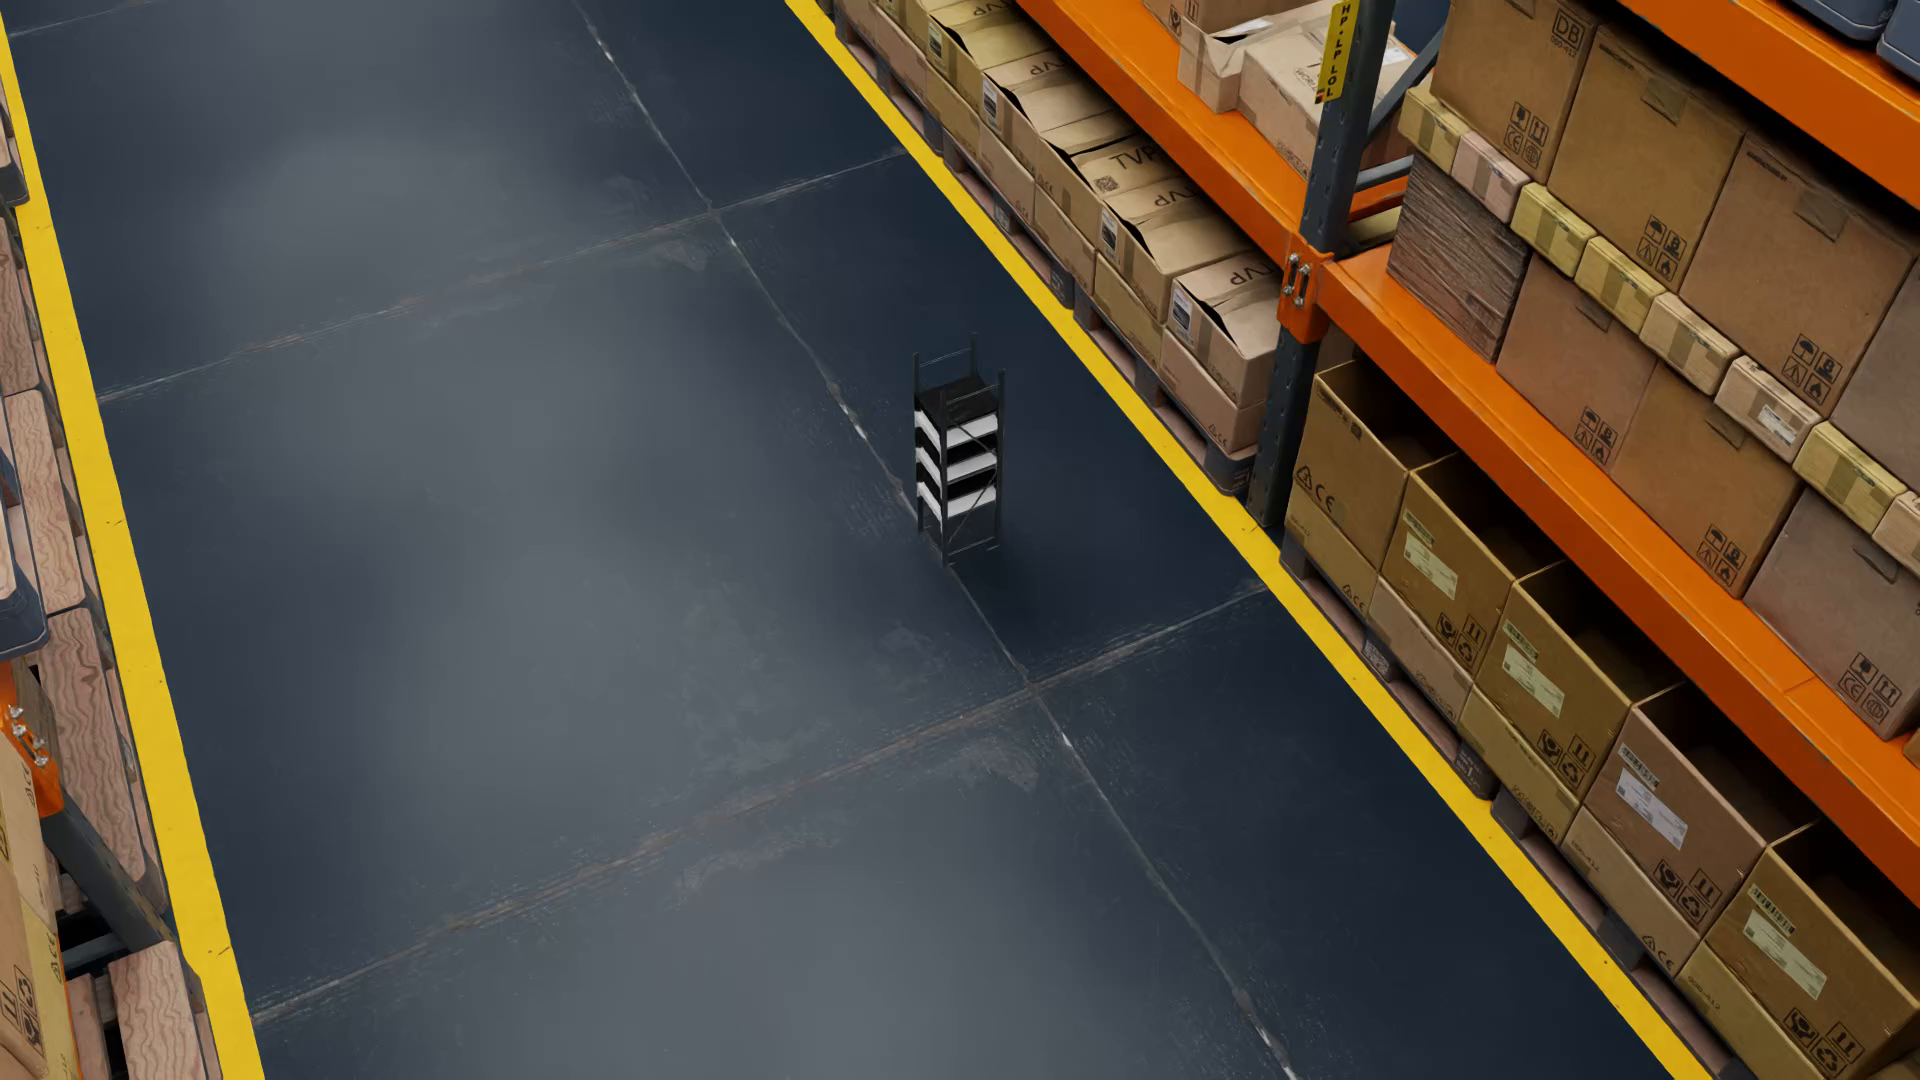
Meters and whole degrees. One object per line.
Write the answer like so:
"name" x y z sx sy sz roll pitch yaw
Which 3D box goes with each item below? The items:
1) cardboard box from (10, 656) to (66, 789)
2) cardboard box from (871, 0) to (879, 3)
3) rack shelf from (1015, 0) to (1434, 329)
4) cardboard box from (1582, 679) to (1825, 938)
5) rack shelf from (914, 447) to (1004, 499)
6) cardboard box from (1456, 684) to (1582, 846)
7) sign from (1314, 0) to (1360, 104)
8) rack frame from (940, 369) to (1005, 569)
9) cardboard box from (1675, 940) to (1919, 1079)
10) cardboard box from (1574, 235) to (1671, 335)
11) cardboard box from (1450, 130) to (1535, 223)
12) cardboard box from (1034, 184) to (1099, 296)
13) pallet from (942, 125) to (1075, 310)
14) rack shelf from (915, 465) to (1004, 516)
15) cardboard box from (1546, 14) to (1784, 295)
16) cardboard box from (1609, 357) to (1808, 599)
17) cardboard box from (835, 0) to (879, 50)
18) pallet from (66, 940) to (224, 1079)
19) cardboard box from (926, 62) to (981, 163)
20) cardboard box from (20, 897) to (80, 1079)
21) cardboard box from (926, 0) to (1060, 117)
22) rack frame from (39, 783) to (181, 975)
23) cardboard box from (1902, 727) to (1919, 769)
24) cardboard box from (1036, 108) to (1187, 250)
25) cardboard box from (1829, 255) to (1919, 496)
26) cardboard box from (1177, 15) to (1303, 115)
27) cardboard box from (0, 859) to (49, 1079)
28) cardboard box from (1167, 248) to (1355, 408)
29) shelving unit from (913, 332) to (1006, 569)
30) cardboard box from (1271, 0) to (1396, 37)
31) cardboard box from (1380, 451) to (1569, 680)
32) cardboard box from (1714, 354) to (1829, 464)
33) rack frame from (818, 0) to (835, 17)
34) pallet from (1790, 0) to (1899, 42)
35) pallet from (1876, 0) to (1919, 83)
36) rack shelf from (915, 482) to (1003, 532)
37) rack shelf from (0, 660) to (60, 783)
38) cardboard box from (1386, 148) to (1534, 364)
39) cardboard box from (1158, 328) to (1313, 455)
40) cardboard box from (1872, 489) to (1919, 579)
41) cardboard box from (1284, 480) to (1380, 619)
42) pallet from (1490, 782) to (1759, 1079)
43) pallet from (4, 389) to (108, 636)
"cardboard box" -3.194 0.661 5.047 0.700 0.500 0.500 -20 52 -16
"cardboard box" -0.291 -2.882 7.953 0.500 0.311 0.500 -20 52 -16
"rack shelf" 0.646 -2.340 6.782 1.077 0.370 4.000 -21 52 -18
"cardboard box" 2.183 0.703 4.692 0.500 0.500 0.500 -21 52 -18
"rack shelf" -0.004 -0.280 5.941 0.258 0.077 0.200 -21 52 -18
"cardboard box" 1.952 0.616 5.266 0.500 0.250 0.500 -21 52 -18
"sign" 1.083 -1.400 4.765 0.100 0.325 0.005 -21 52 -18
"rack frame" 0.043 -0.234 5.857 0.240 0.900 0.006 -21 52 -18
"cardboard box" 2.413 1.284 4.682 0.500 0.250 0.500 -21 52 -18
"cardboard box" 1.867 -0.723 4.393 0.380 0.149 0.250 -22 52 -18
"cardboard box" 1.627 -1.071 4.696 0.380 0.149 0.250 -20 52 -17
"cardboard box" 0.649 -1.331 6.969 0.500 0.250 0.500 -20 52 -17
"pallet" 0.627 -1.618 7.525 1.003 0.211 1.213 -21 52 -18
"rack shelf" -0.004 -0.221 6.009 0.258 0.077 0.200 -21 52 -18
"cardboard box" 2.002 -1.066 4.261 0.700 0.500 0.500 -21 52 -18
"cardboard box" 2.243 -0.289 4.443 0.700 0.500 0.500 -20 52 -17
"cardboard box" -0.291 -2.697 8.164 0.500 0.250 0.500 -21 52 -18
"pallet" -2.503 1.825 4.513 1.003 0.211 1.213 -21 52 -18
"cardboard box" 0.183 -2.015 7.567 0.500 0.250 0.500 -22 53 -18
"cardboard box" -2.135 1.062 3.415 0.500 0.250 0.500 -21 52 -17
"cardboard box" 0.188 -2.191 7.349 0.500 0.311 0.500 -22 53 -18
"rack frame" -2.842 0.470 3.846 1.000 3.000 0.127 -21 52 -18
"cardboard box" 2.722 0.405 3.837 0.700 0.500 0.500 -21 52 -17
"cardboard box" 0.651 -1.509 6.753 0.500 0.311 0.500 -21 52 -18
"cardboard box" 2.458 -0.396 3.675 0.700 0.500 0.500 -21 52 -17
"cardboard box" 0.995 -1.720 5.850 0.396 0.266 0.258 -22 52 -18
"cardboard box" -2.117 0.808 3.139 0.500 0.500 0.500 -21 52 -18
"cardboard box" 1.121 -0.829 6.157 0.500 0.311 0.500 -21 52 -18
"shelving unit" -0.004 -0.302 5.916 0.258 0.900 0.210 -21 52 -18
"cardboard box" 1.337 -1.819 6.015 0.380 0.149 0.250 -21 52 -18
"cardboard box" 1.730 0.032 5.279 0.500 0.500 0.500 -21 52 -18
"cardboard box" 2.105 -0.377 4.090 0.380 0.149 0.250 -23 53 -19
"rack frame" -0.270 -3.916 7.682 1.000 3.000 0.127 -21 52 -18
"pallet" 1.974 -1.635 3.753 1.003 0.211 1.213 -21 52 -18
"pallet" 2.528 -0.820 3.040 1.003 0.211 1.213 -21 52 -18
"rack shelf" -0.004 -0.161 6.077 0.258 0.077 0.200 -21 52 -18
"rack shelf" -3.757 -0.632 5.288 1.077 0.370 4.000 -21 52 -18
"cardboard box" 1.769 -0.977 5.045 0.700 0.500 0.500 -22 53 -18
"cardboard box" 1.113 -0.649 6.373 0.500 0.250 0.500 -22 52 -18
"cardboard box" 2.335 -0.035 3.791 0.380 0.149 0.250 -22 52 -18
"cardboard box" 1.503 -0.057 5.855 0.500 0.250 0.500 -21 52 -18
"pallet" 2.450 1.044 5.197 1.003 0.211 1.213 -21 52 -18
"pallet" -3.762 0.050 6.066 1.003 0.211 1.213 -21 52 -18
